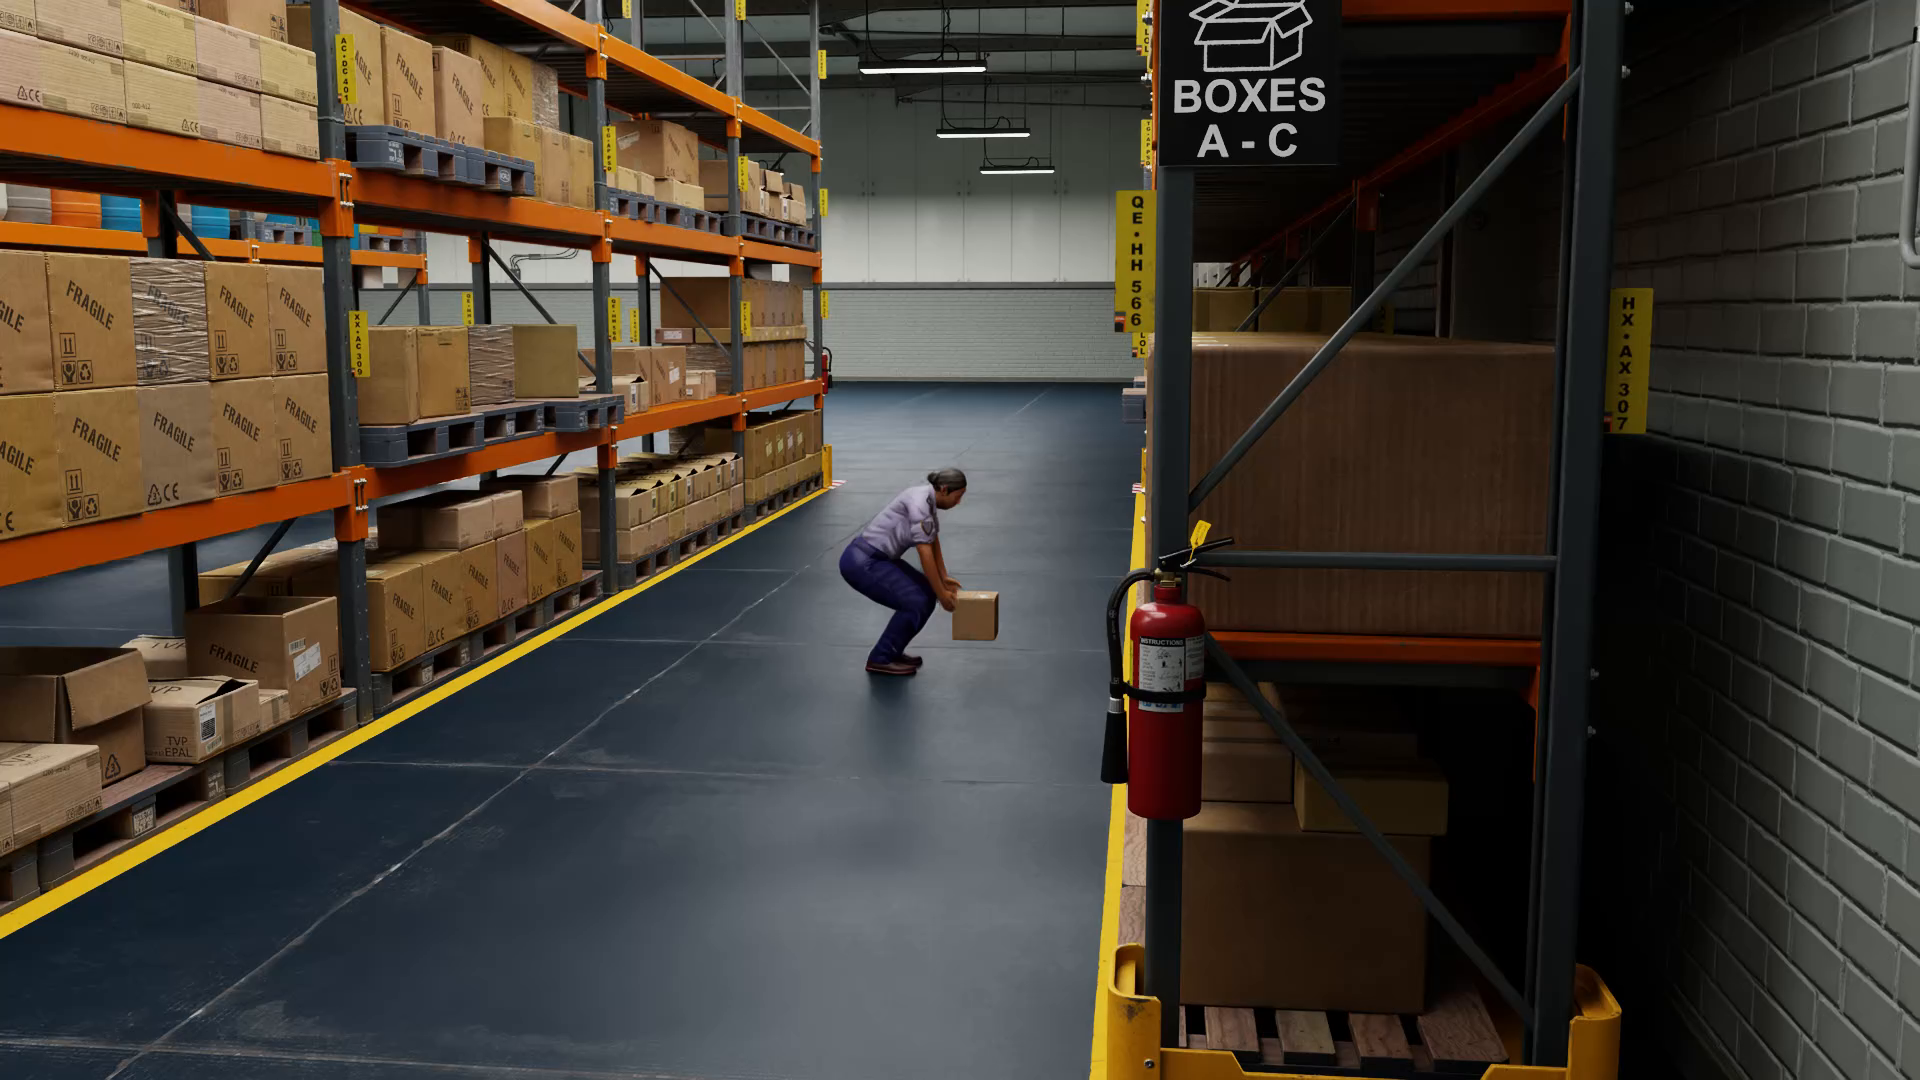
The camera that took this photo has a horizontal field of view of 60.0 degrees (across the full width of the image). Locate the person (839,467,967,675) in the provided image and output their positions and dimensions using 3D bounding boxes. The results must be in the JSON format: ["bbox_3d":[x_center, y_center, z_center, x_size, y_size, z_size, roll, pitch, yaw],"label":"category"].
[{"bbox_3d":[-0.329,0.167,9.807,0.738,1.202,0.541,1,8,6],"label":"person"}]
